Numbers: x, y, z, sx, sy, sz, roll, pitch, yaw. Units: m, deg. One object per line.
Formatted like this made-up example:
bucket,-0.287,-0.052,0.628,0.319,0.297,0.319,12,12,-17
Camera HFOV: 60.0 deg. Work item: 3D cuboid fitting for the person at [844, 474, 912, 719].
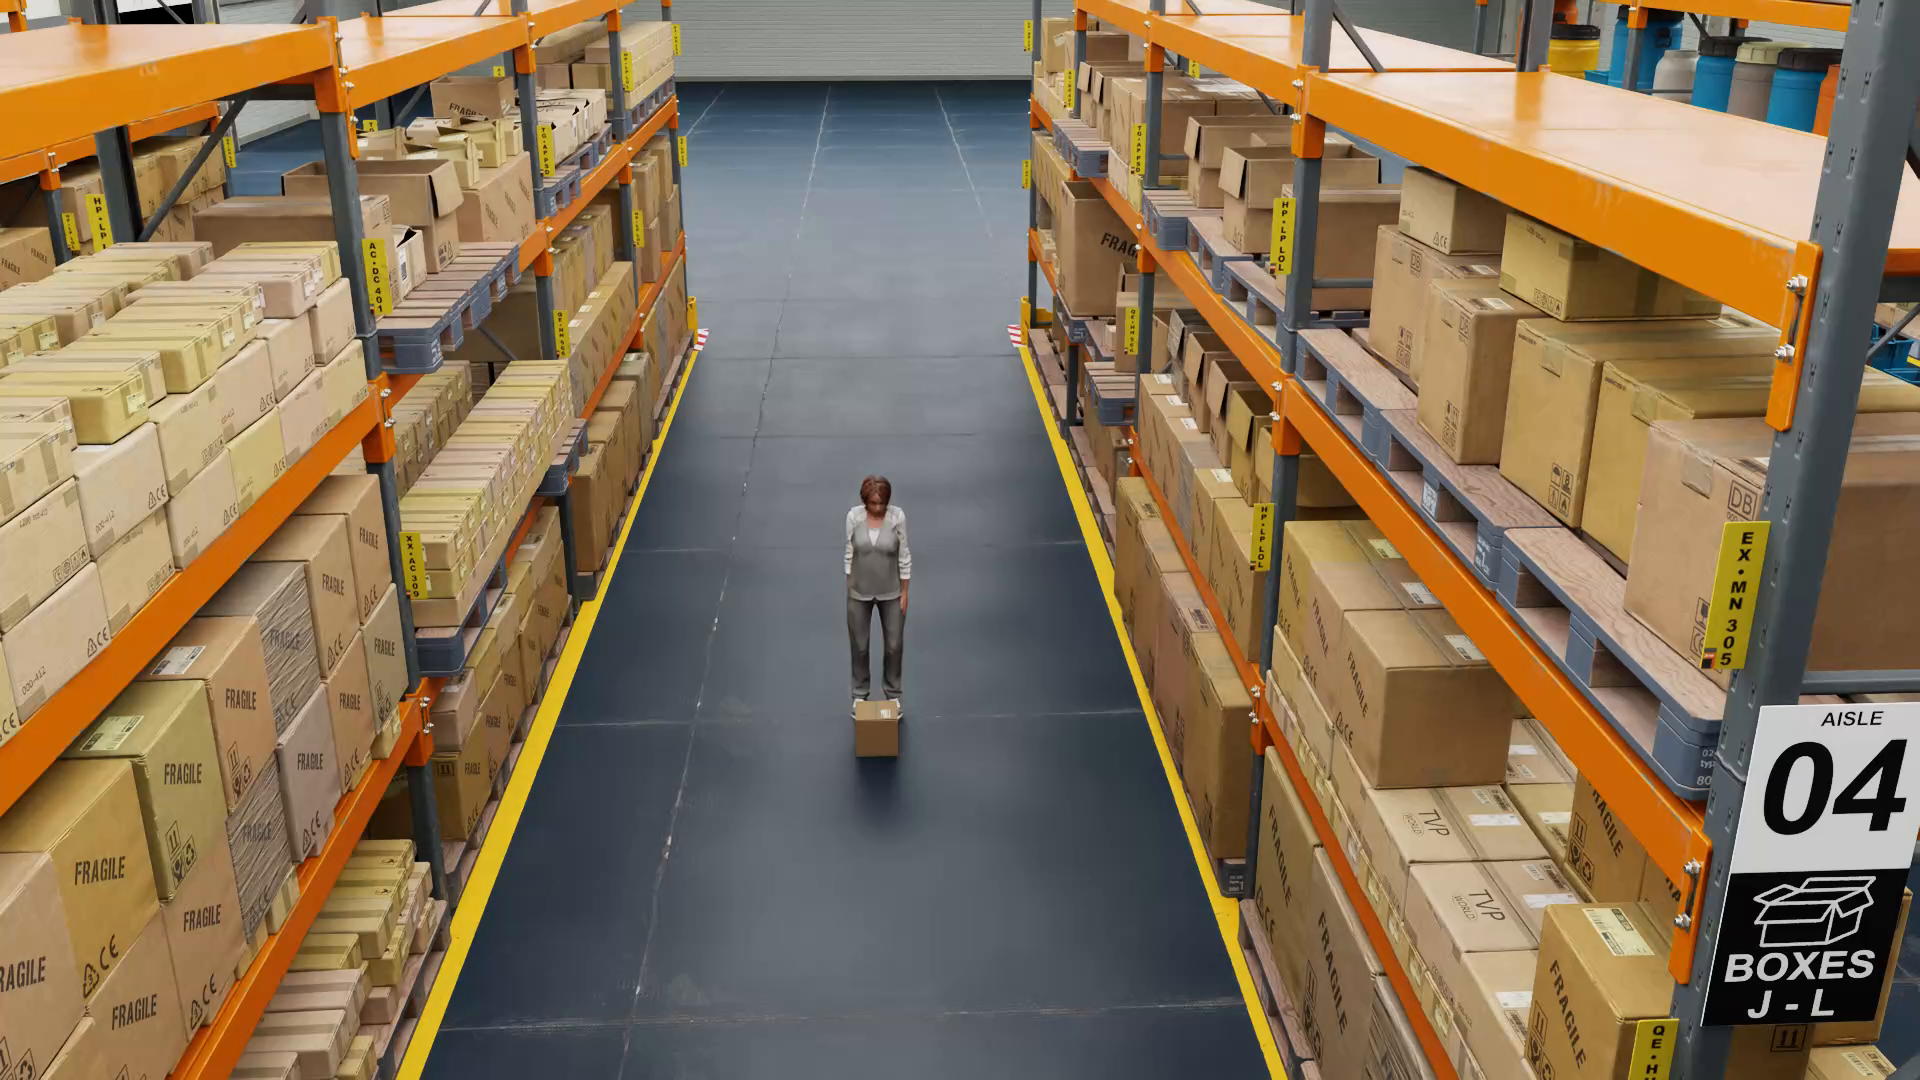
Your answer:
person,-0.498,0.341,10.207,0.409,1.591,0.304,-1,21,-2
